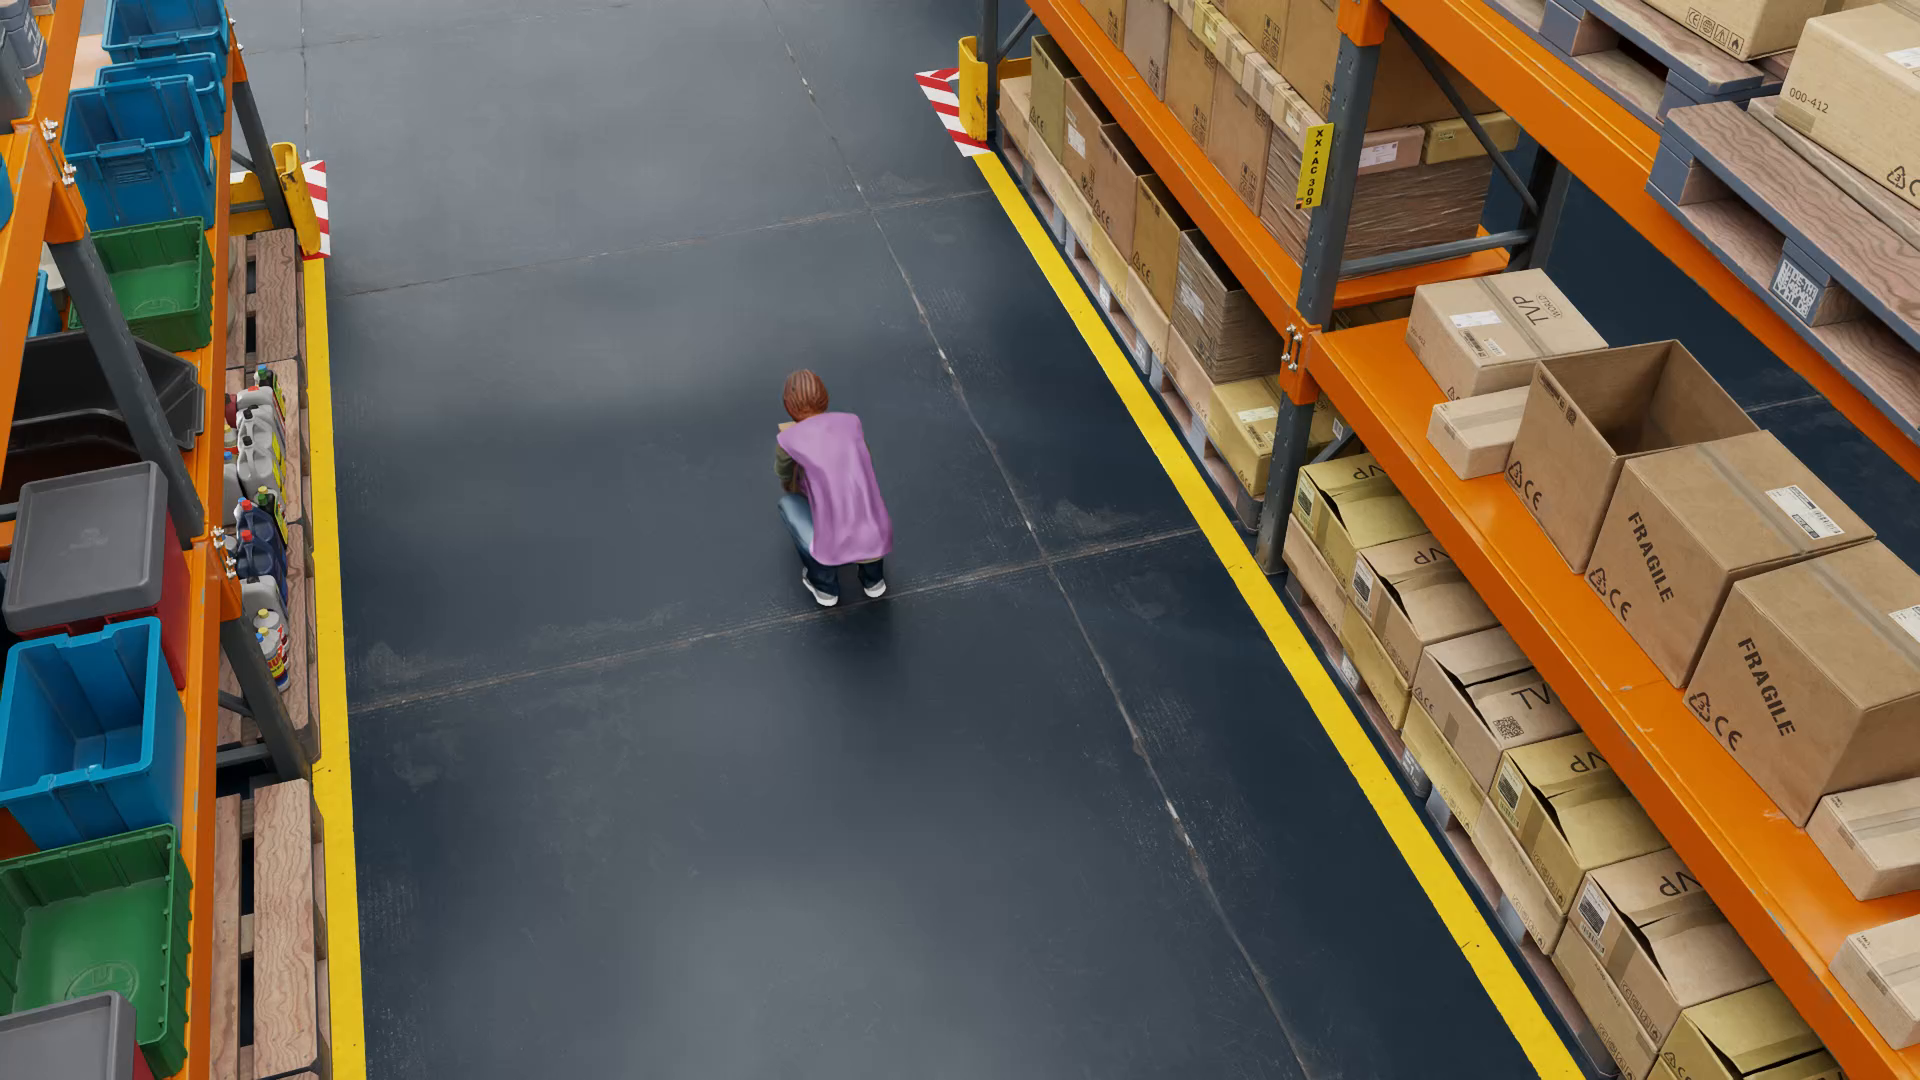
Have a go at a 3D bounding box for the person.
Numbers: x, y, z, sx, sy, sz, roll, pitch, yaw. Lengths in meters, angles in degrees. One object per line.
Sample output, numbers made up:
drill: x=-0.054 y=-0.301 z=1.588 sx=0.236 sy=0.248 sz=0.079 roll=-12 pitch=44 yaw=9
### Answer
person: x=-0.532 y=-0.220 z=6.940 sx=0.447 sy=0.881 sz=0.810 roll=-12 pitch=44 yaw=-13
